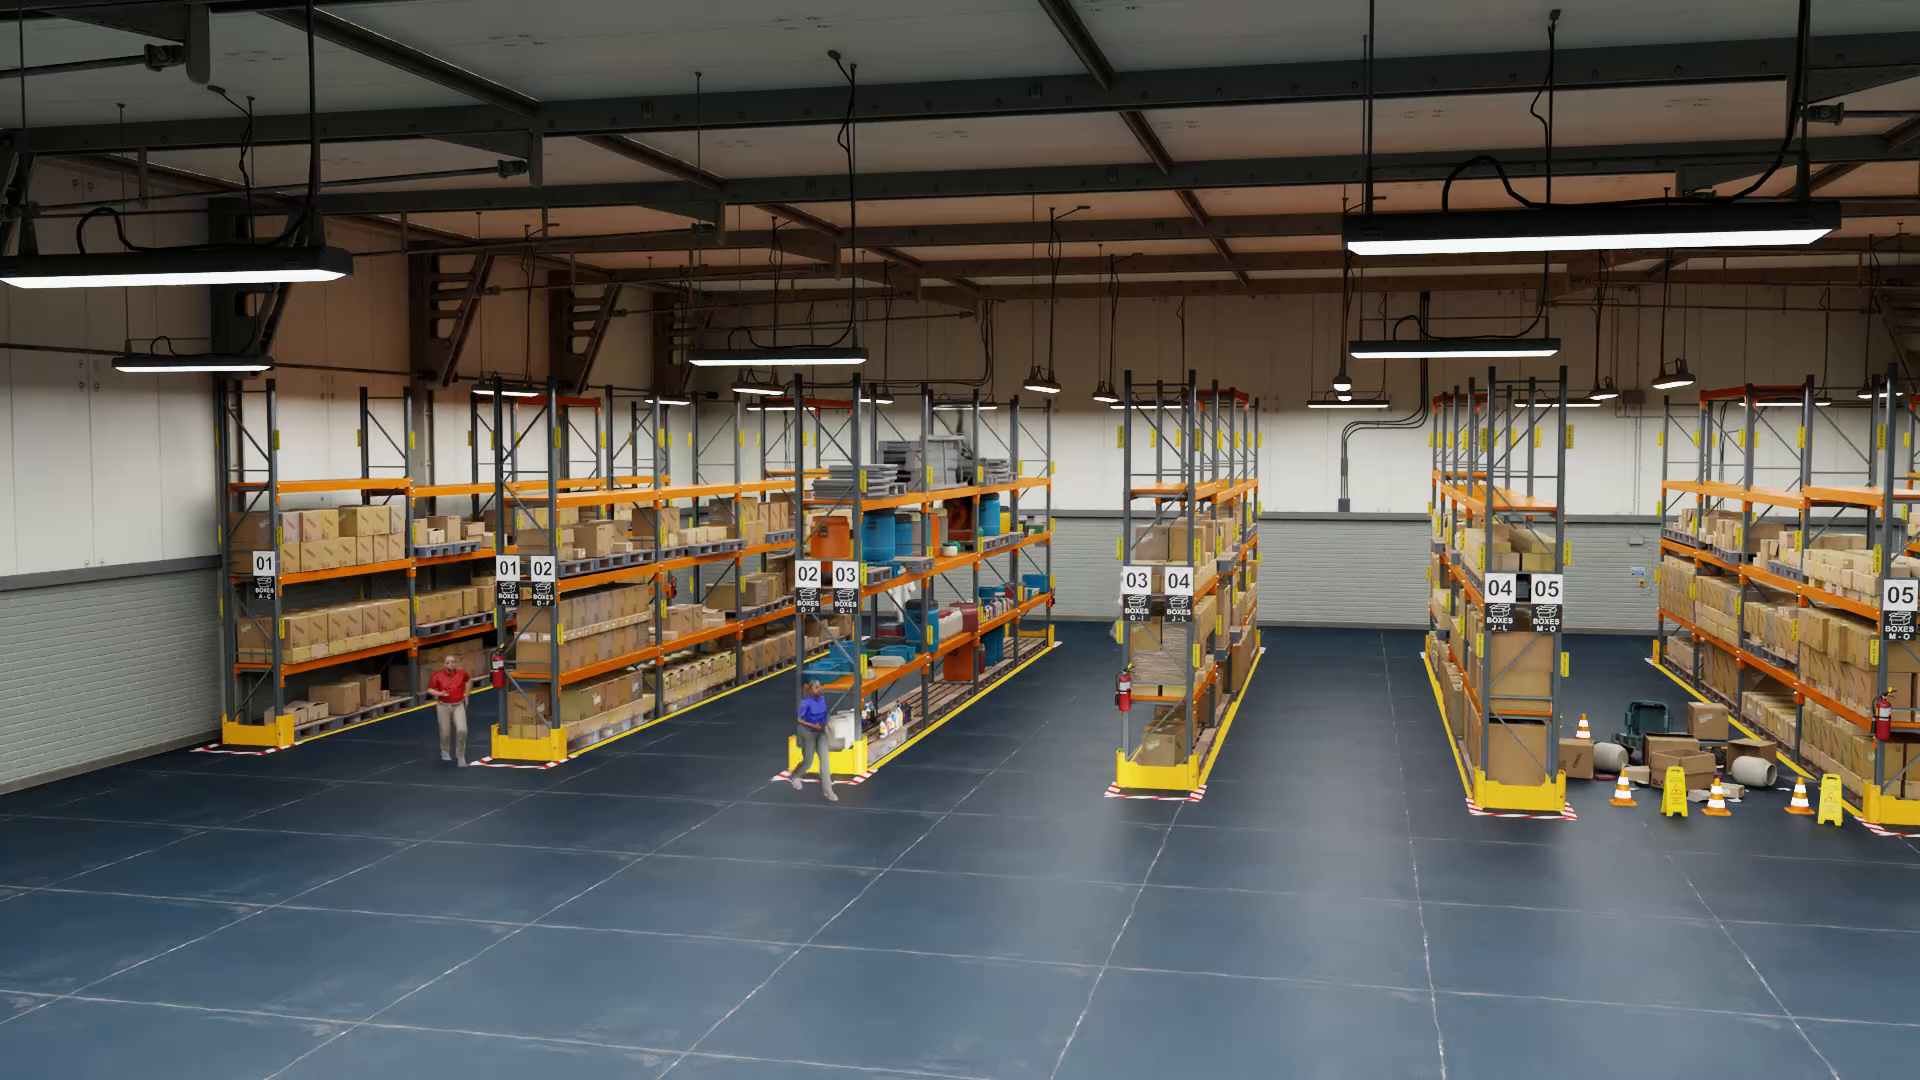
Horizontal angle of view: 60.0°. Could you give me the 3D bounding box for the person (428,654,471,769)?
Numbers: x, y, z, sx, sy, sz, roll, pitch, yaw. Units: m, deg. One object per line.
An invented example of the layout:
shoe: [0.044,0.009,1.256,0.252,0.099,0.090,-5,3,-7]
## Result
person: [-7.838,2.632,25.578,0.673,1.770,0.837,-2,4,-25]

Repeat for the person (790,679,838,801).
person: [-2.023,2.766,23.228,0.594,1.654,0.891,-3,5,-42]

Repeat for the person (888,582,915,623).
person: [-1.501,1.557,42.713,0.718,1.753,0.984,-1,4,-14]

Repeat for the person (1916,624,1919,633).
person: [17.284,2.368,30.075,0.506,1.707,0.790,0,3,8]

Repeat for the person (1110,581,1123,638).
person: [4.151,1.628,41.649,0.815,1.765,0.732,1,4,21]
